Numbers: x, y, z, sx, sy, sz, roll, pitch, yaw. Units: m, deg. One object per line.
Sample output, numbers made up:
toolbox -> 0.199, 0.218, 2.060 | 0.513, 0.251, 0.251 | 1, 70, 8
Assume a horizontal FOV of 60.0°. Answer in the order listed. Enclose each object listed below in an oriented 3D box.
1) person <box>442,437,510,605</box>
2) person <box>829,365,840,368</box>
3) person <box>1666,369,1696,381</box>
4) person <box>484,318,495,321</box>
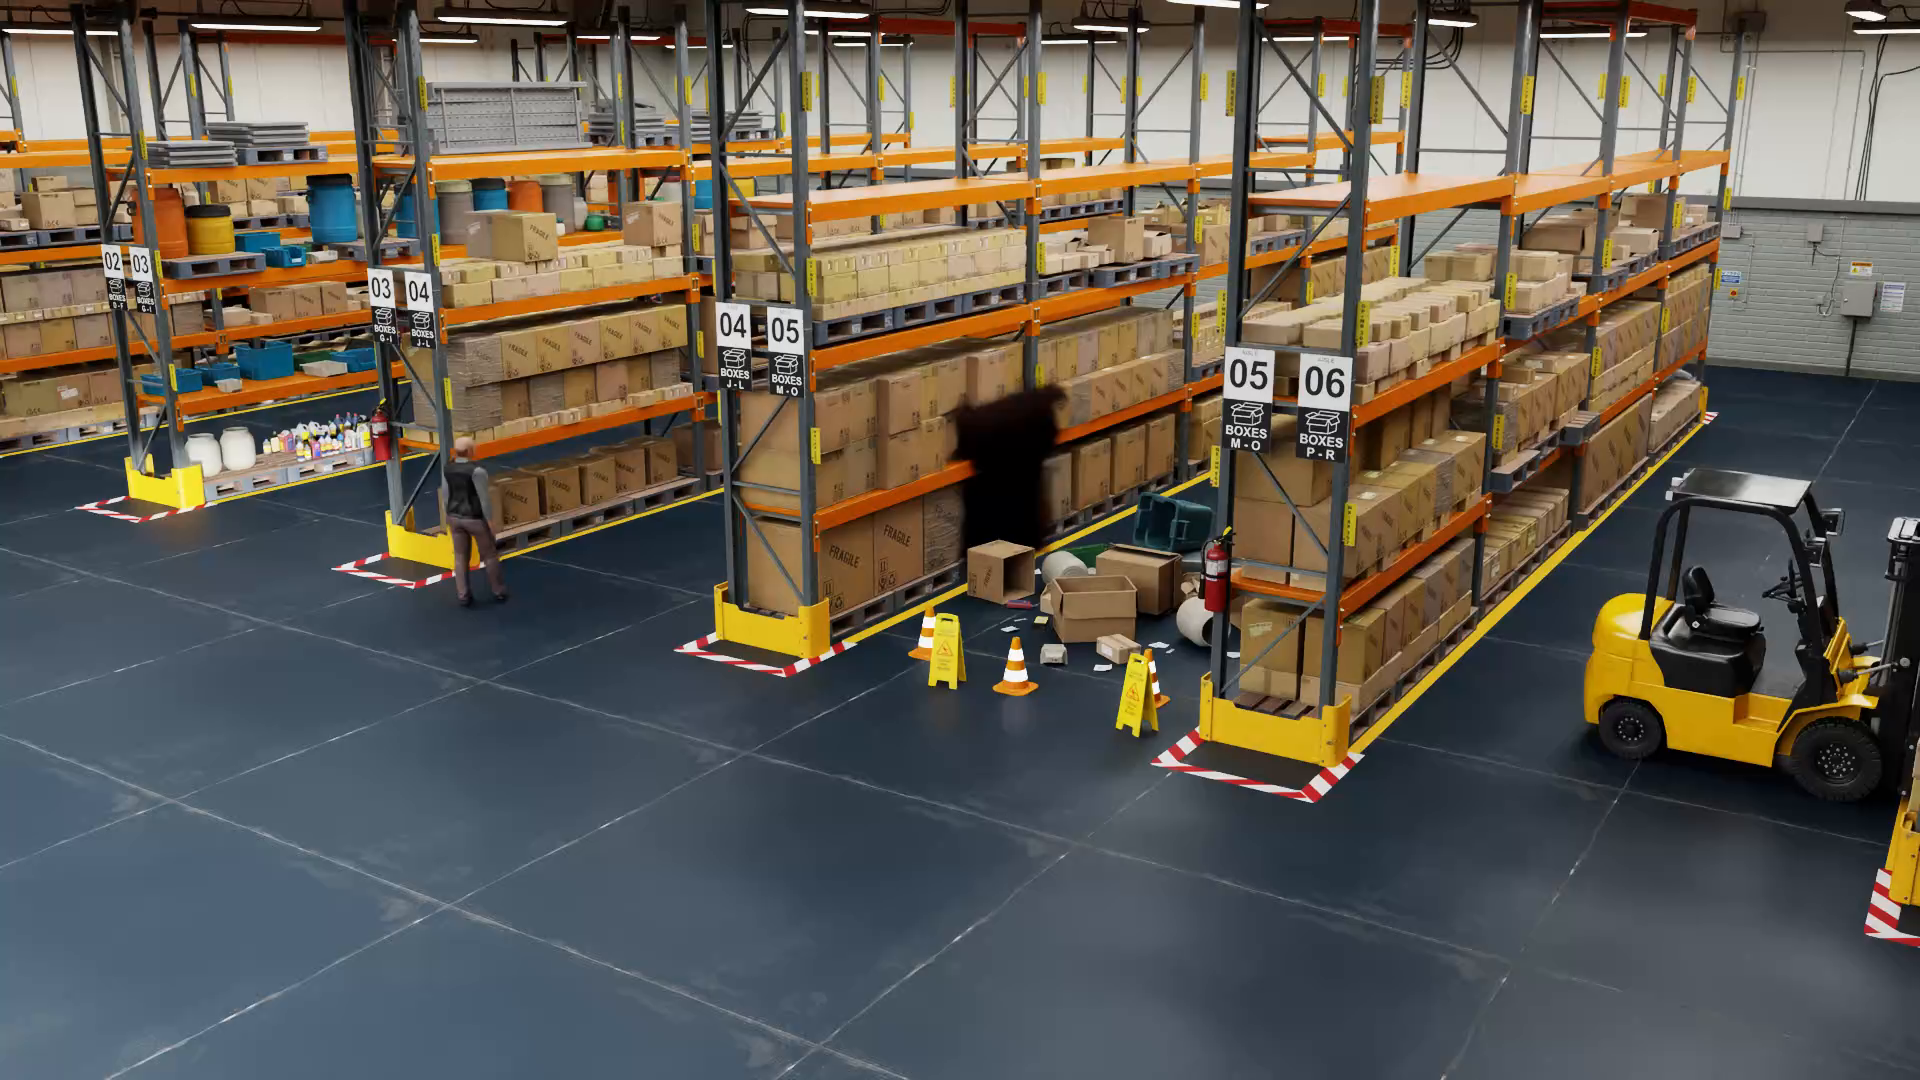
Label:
person -> -4.890, -0.206, 16.770 | 0.548, 1.725, 0.550 | 5, 16, 17
person -> -1.516, -1.265, 19.634 | 0.755, 1.709, 0.966 | 9, 18, 30
person -> 11.974, -3.189, 27.592 | 0.623, 1.649, 0.517 | 5, 16, 18
person -> -7.953, -3.555, 28.695 | 0.494, 1.729, 1.067 | 10, 18, 32
